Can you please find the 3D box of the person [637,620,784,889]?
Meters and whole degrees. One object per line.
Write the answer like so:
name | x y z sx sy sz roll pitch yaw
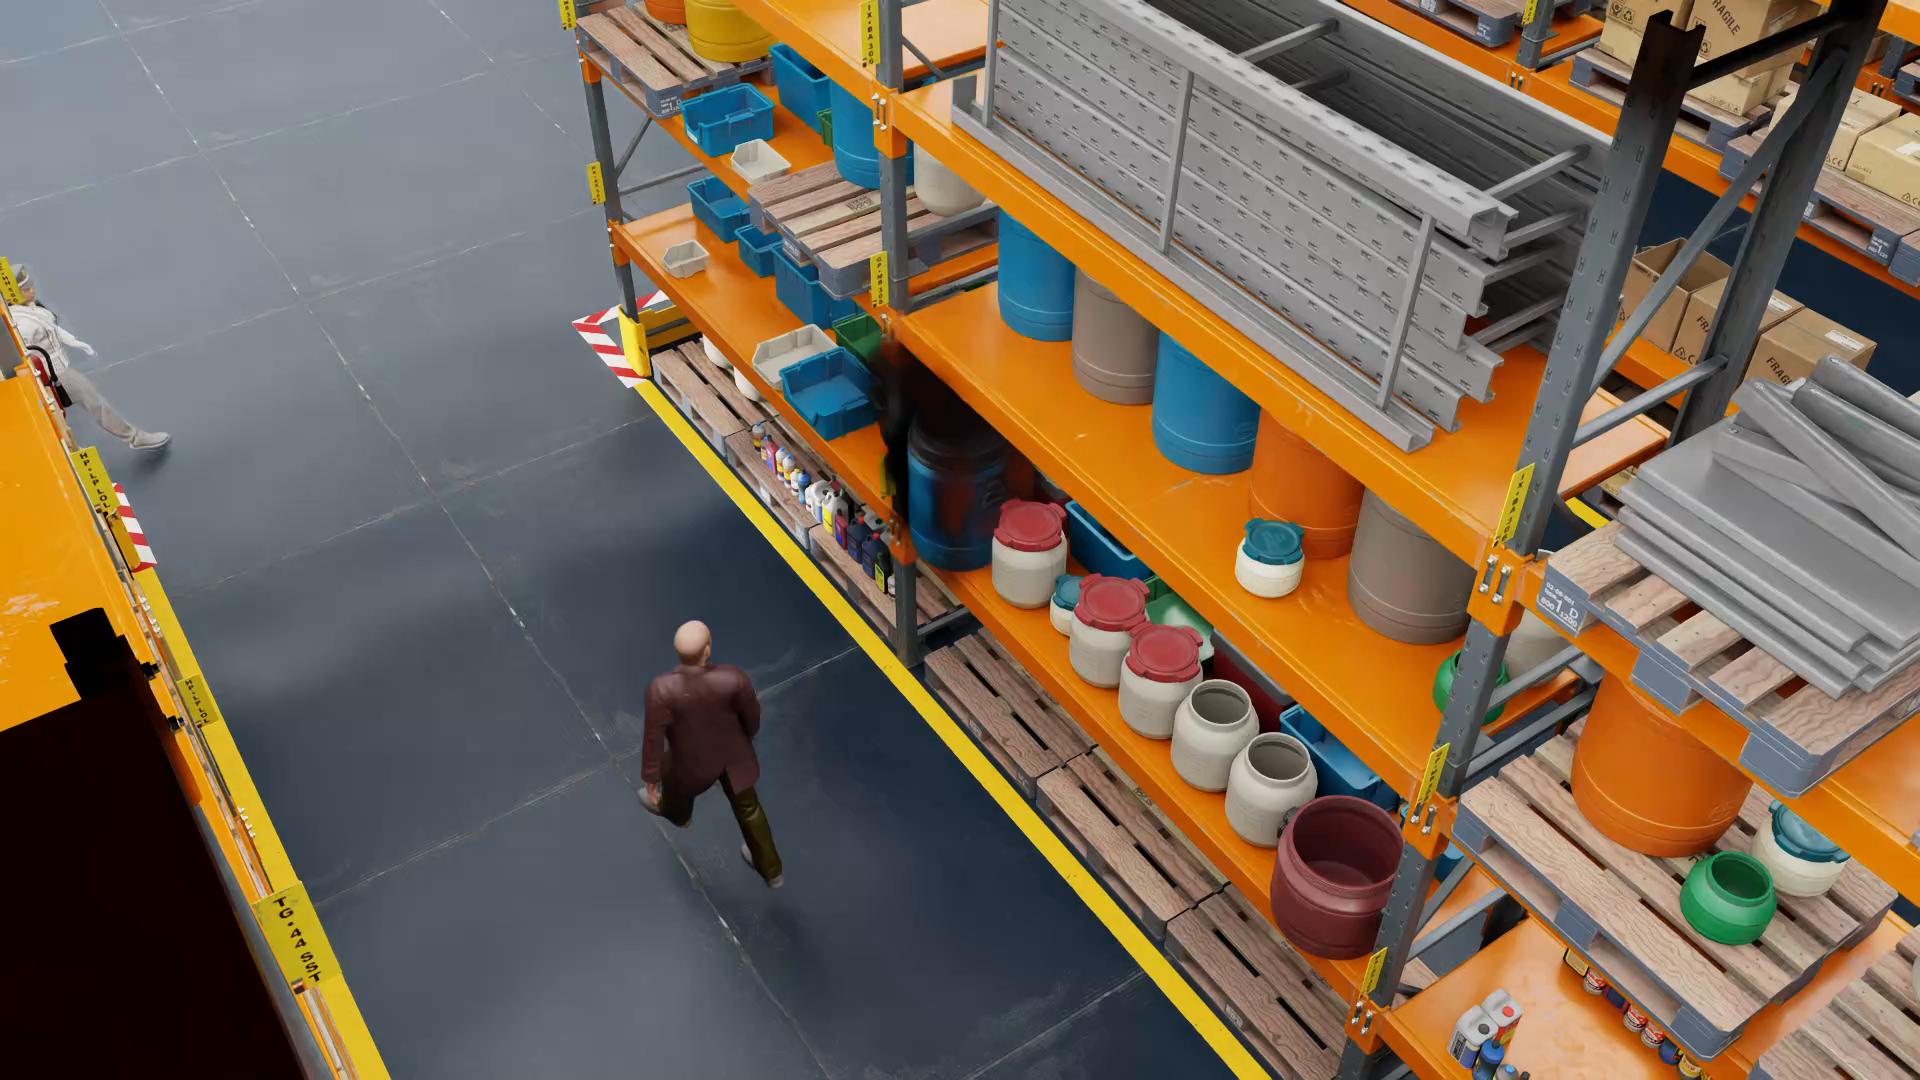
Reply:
person | -1.418 1.089 8.847 0.702 1.730 1.062 -31 51 -29

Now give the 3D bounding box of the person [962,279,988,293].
person | 0.072 -2.293 12.510 0.372 1.796 0.569 -15 45 -16

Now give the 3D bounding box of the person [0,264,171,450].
person | -6.415 -1.262 11.894 0.887 1.647 0.520 -30 50 -28
